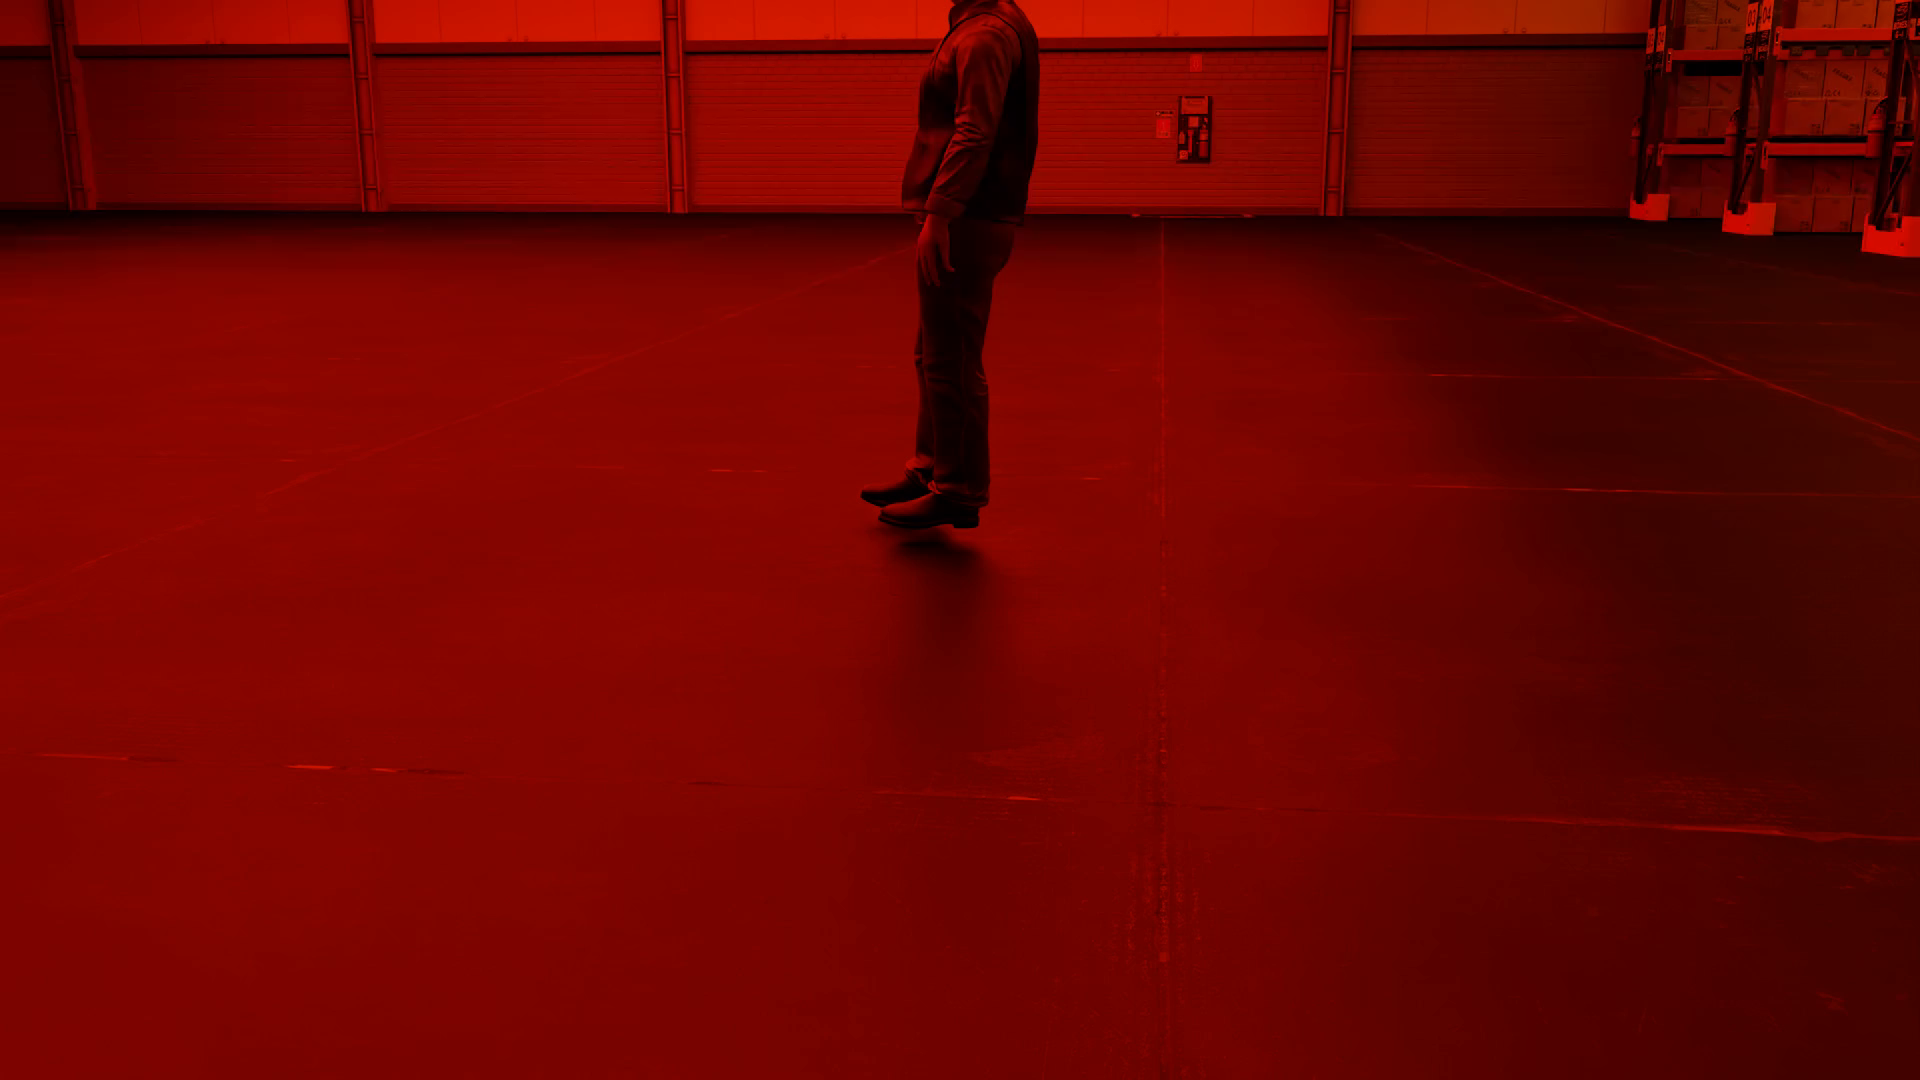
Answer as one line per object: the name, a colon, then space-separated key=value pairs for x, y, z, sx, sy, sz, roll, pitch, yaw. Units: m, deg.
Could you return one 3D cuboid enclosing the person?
person: x=-0.062 y=-0.888 z=4.754 sx=0.566 sy=1.722 sz=0.633 roll=2 pitch=13 yaw=7
